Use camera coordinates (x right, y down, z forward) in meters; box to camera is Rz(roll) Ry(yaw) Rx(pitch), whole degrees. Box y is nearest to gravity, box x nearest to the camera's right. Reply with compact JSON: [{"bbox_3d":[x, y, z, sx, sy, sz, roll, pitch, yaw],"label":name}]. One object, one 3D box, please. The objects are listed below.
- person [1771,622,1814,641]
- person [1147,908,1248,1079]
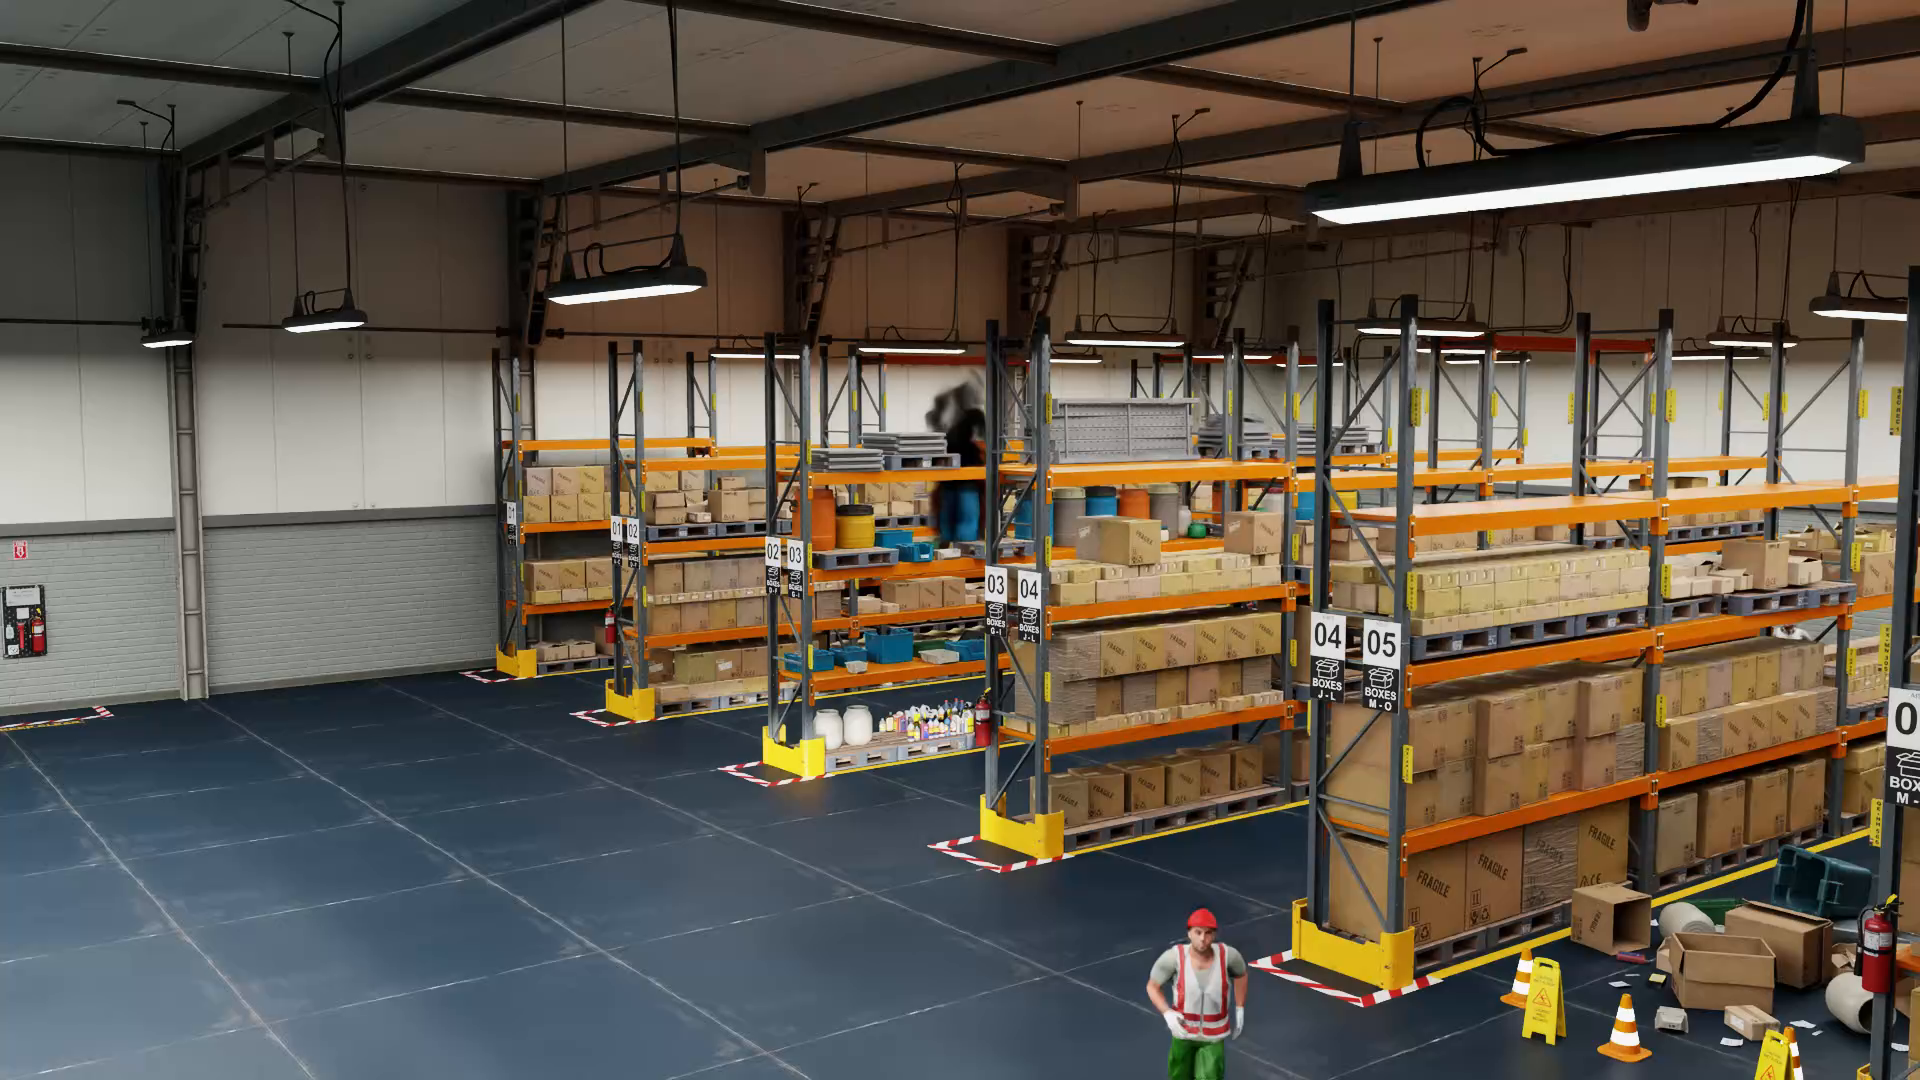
[{"bbox_3d":[12.993,1.996,26.122,0.733,1.802,0.641,-5,7,-43],"label":"person"},{"bbox_3d":[1.593,3.308,11.153,0.684,1.772,0.976,0,5,4],"label":"person"}]
